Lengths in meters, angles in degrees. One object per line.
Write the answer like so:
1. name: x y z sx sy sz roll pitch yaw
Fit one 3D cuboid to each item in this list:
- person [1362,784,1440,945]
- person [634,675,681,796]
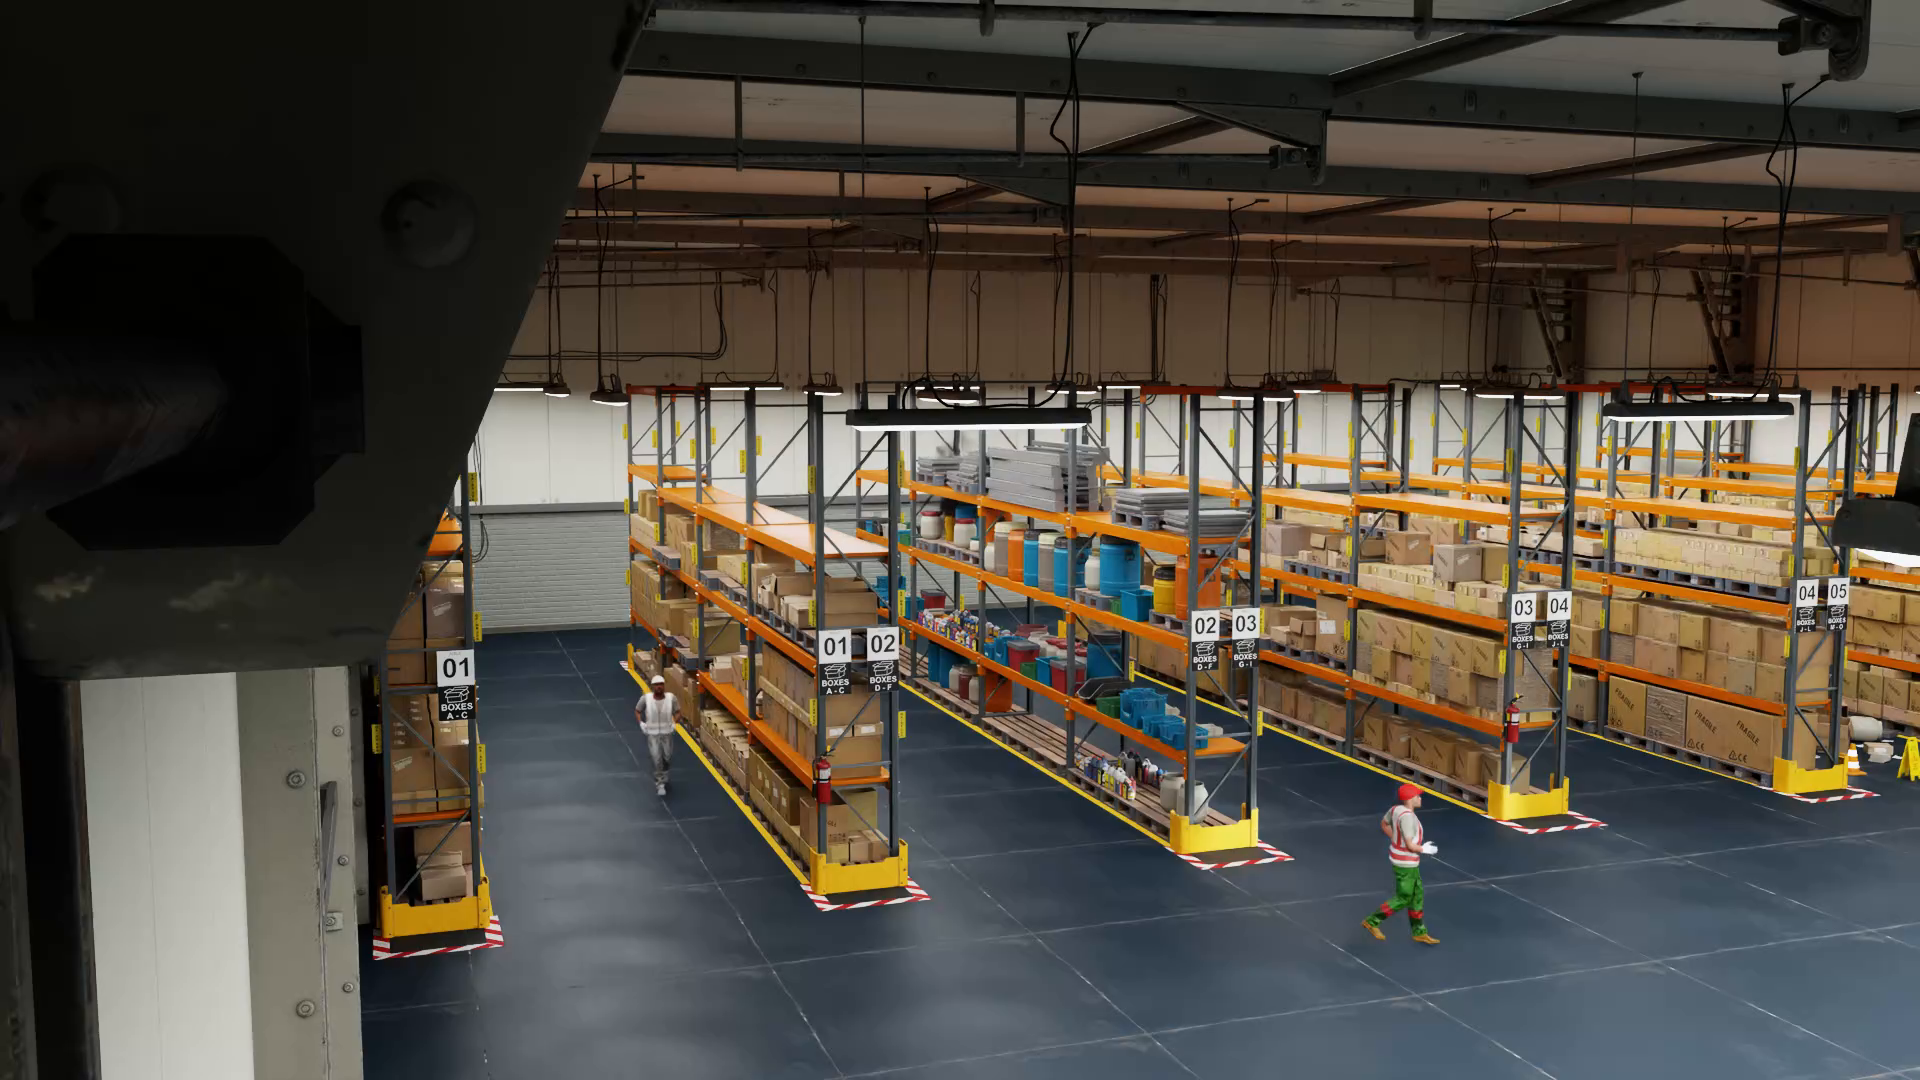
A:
1. person: 4.856 3.556 18.250 0.872 1.801 0.686 0 6 5
2. person: -4.512 2.893 24.887 0.692 1.762 0.735 -2 6 -15
